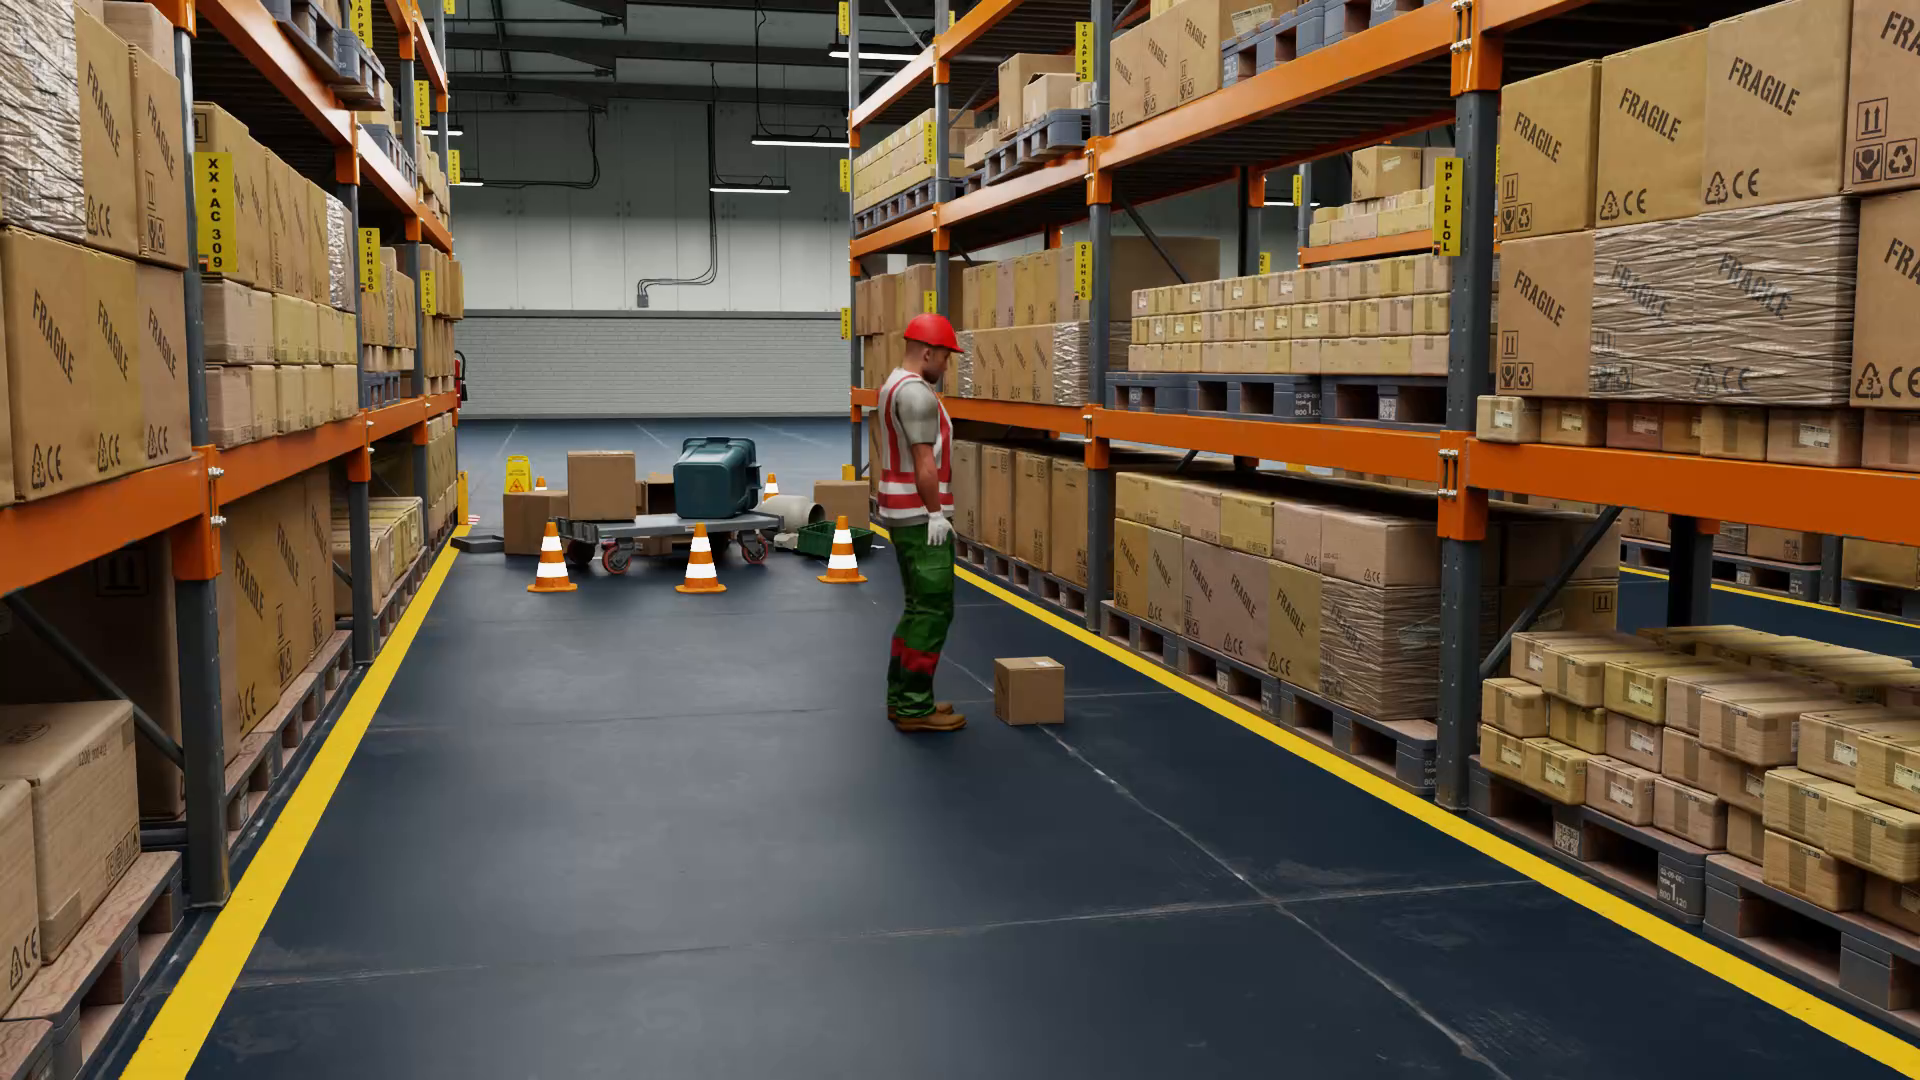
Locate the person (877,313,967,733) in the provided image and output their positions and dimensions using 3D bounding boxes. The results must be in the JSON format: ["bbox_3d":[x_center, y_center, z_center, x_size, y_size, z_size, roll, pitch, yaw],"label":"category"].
[{"bbox_3d":[-0.159,-0.084,7.156,0.377,1.770,0.531,-1,6,-13],"label":"person"}]
